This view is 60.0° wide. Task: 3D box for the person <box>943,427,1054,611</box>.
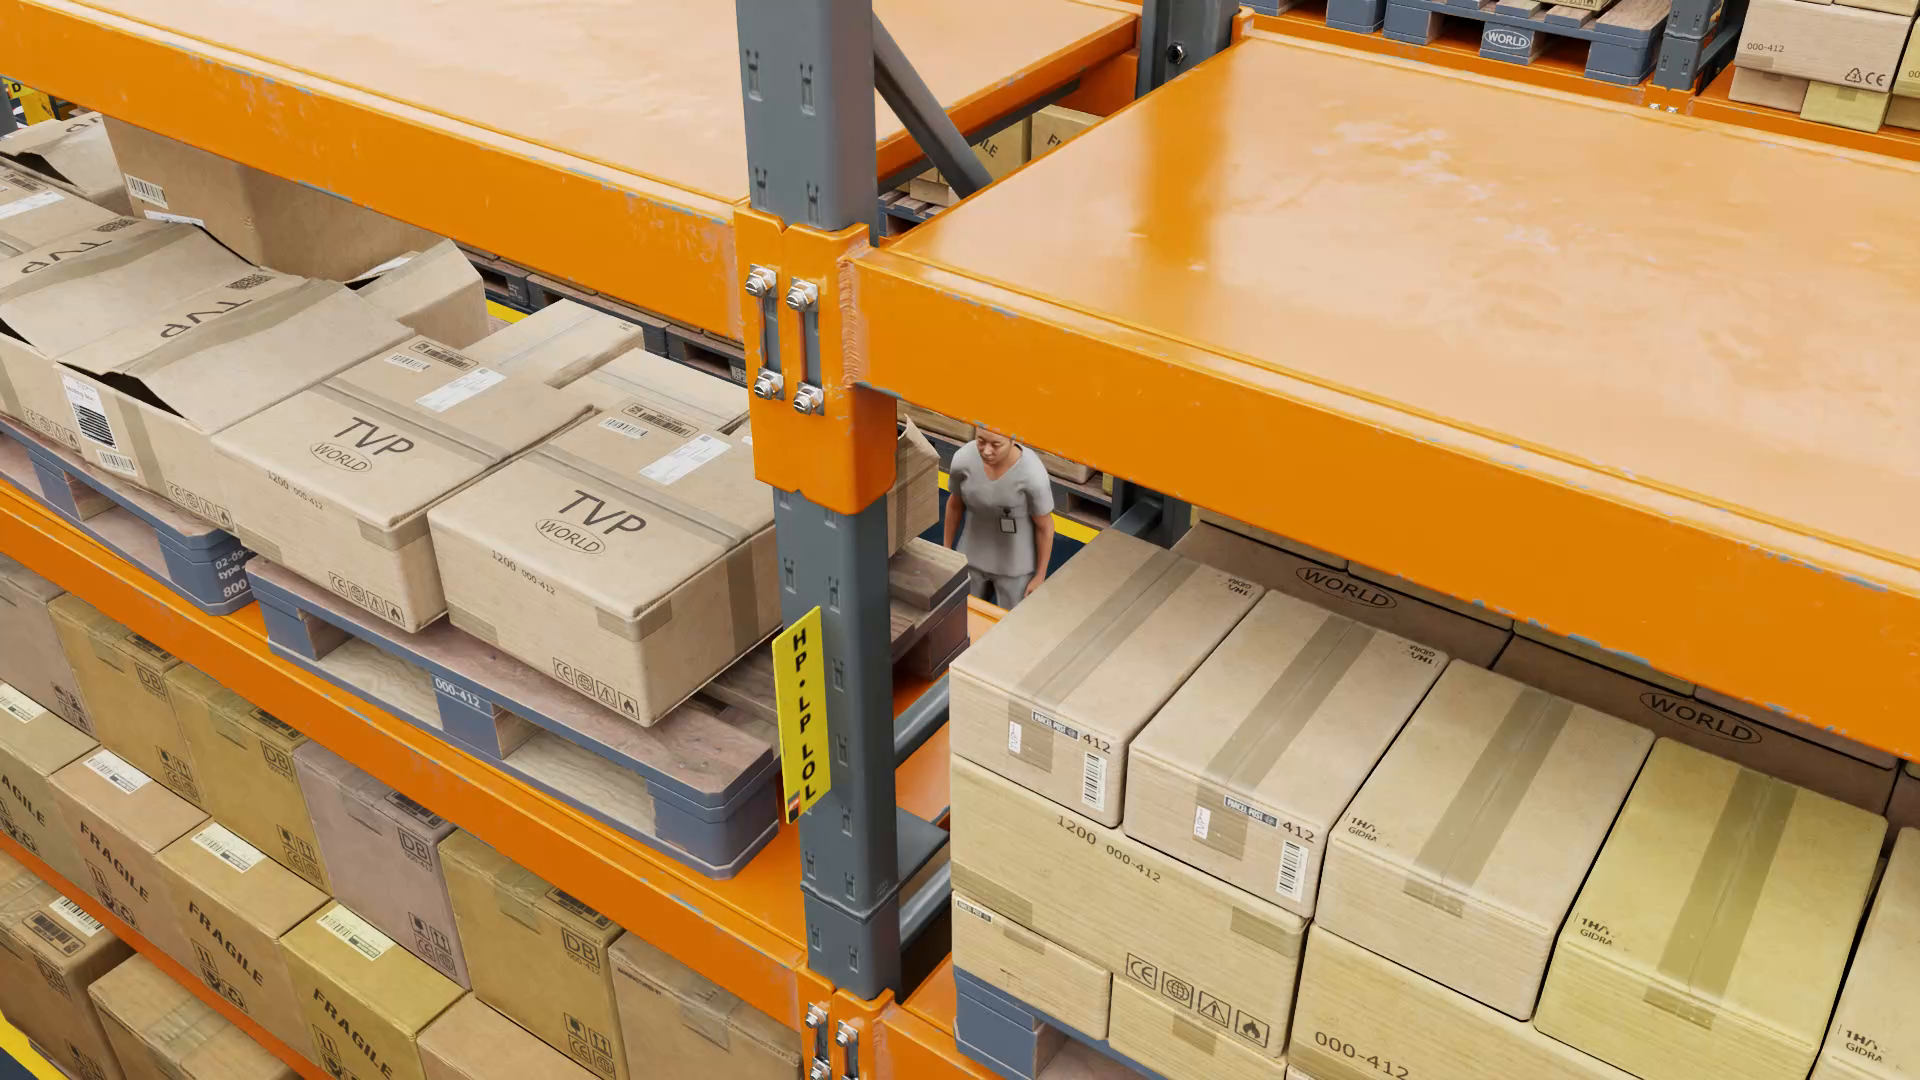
[{"bbox_3d":[0.146,0.113,6.982,0.488,1.672,0.362,14,37,19],"label":"person"}]
